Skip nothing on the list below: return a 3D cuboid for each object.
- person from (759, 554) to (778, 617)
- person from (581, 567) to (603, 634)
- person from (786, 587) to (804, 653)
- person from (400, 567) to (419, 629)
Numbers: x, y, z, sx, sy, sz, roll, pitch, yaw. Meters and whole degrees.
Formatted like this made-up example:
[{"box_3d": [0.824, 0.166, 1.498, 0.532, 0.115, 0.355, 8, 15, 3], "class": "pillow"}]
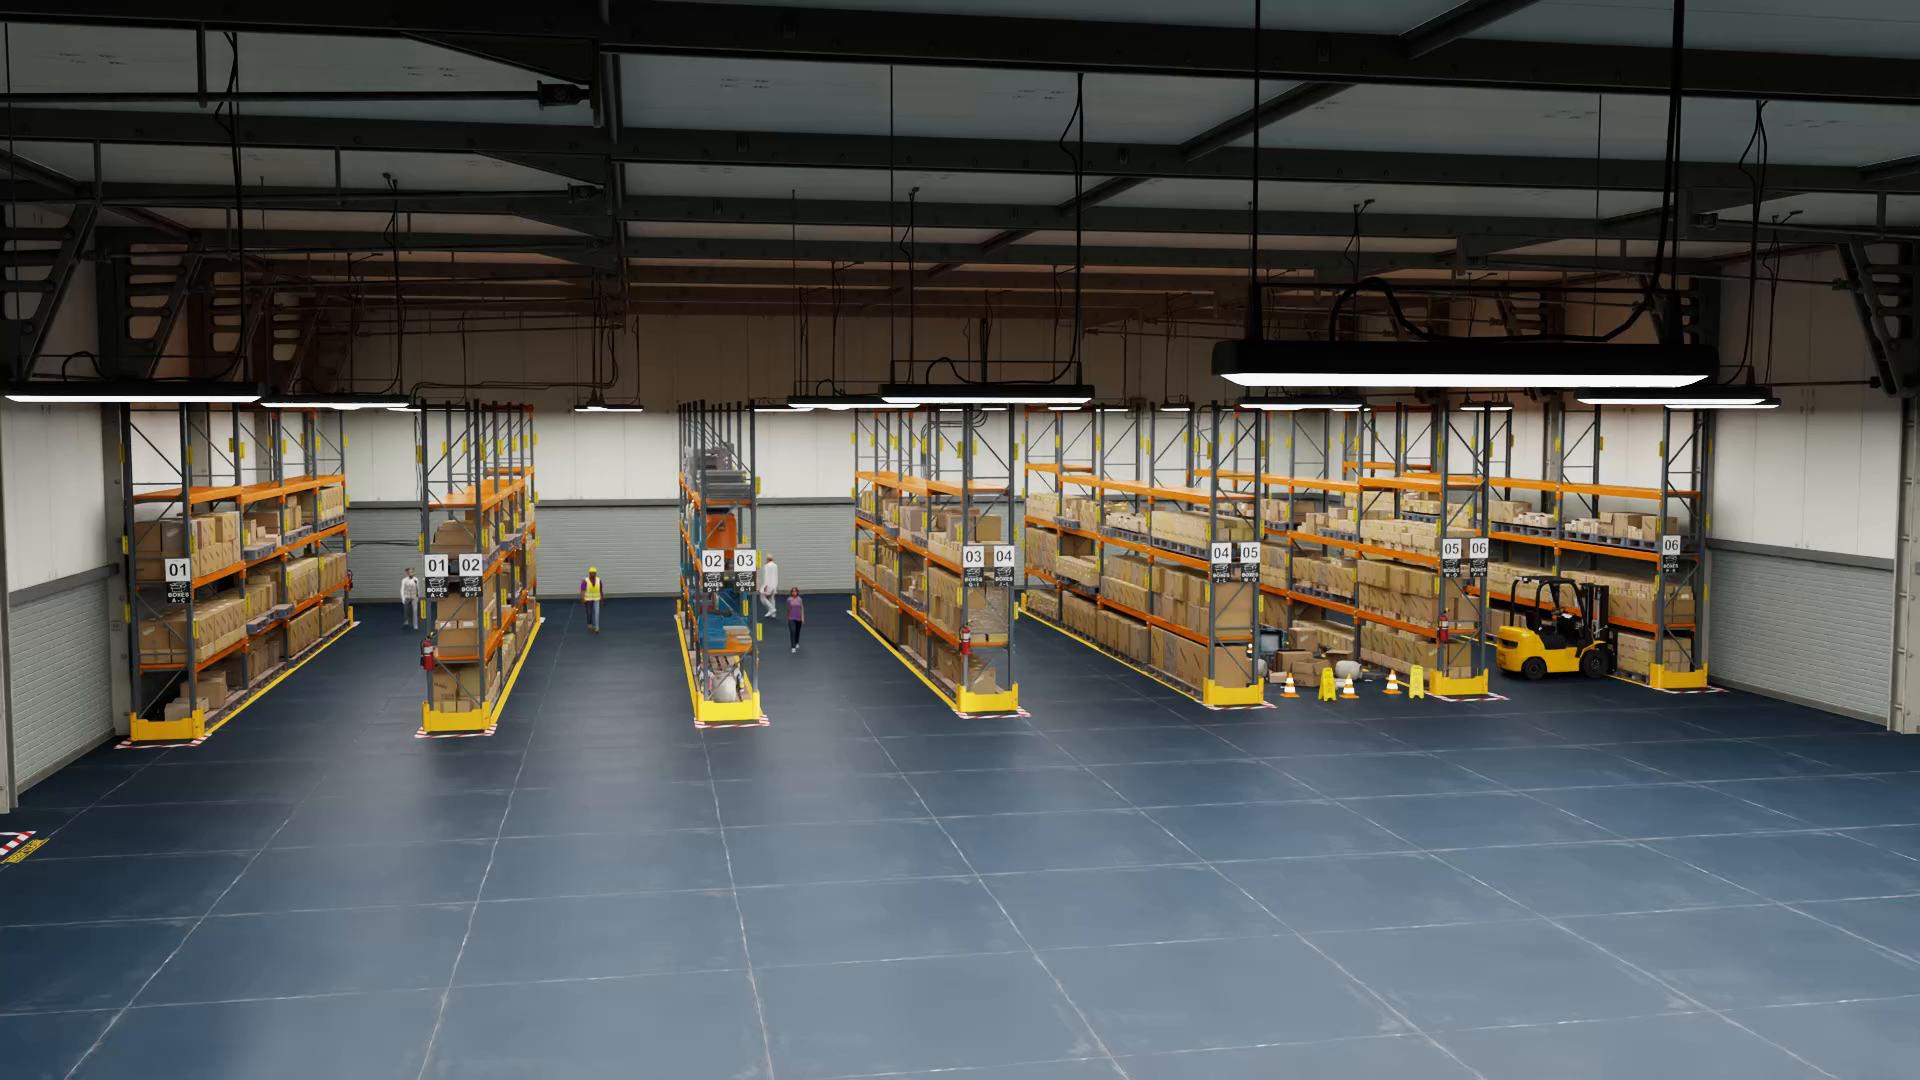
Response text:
[{"box_3d": [-5.337, 1.295, 46.903, 0.540, 1.779, 0.638, 2, 5, 26], "class": "person"}, {"box_3d": [-9.644, 1.574, 43.586, 0.590, 1.714, 1.093, -1, 4, -14], "class": "person"}, {"box_3d": [-3.977, 1.904, 40.092, 0.436, 1.538, 0.972, -1, 4, -11], "class": "person"}, {"box_3d": [-14.688, 1.534, 44.411, 0.488, 1.633, 1.002, -2, 5, -23], "class": "person"}]
